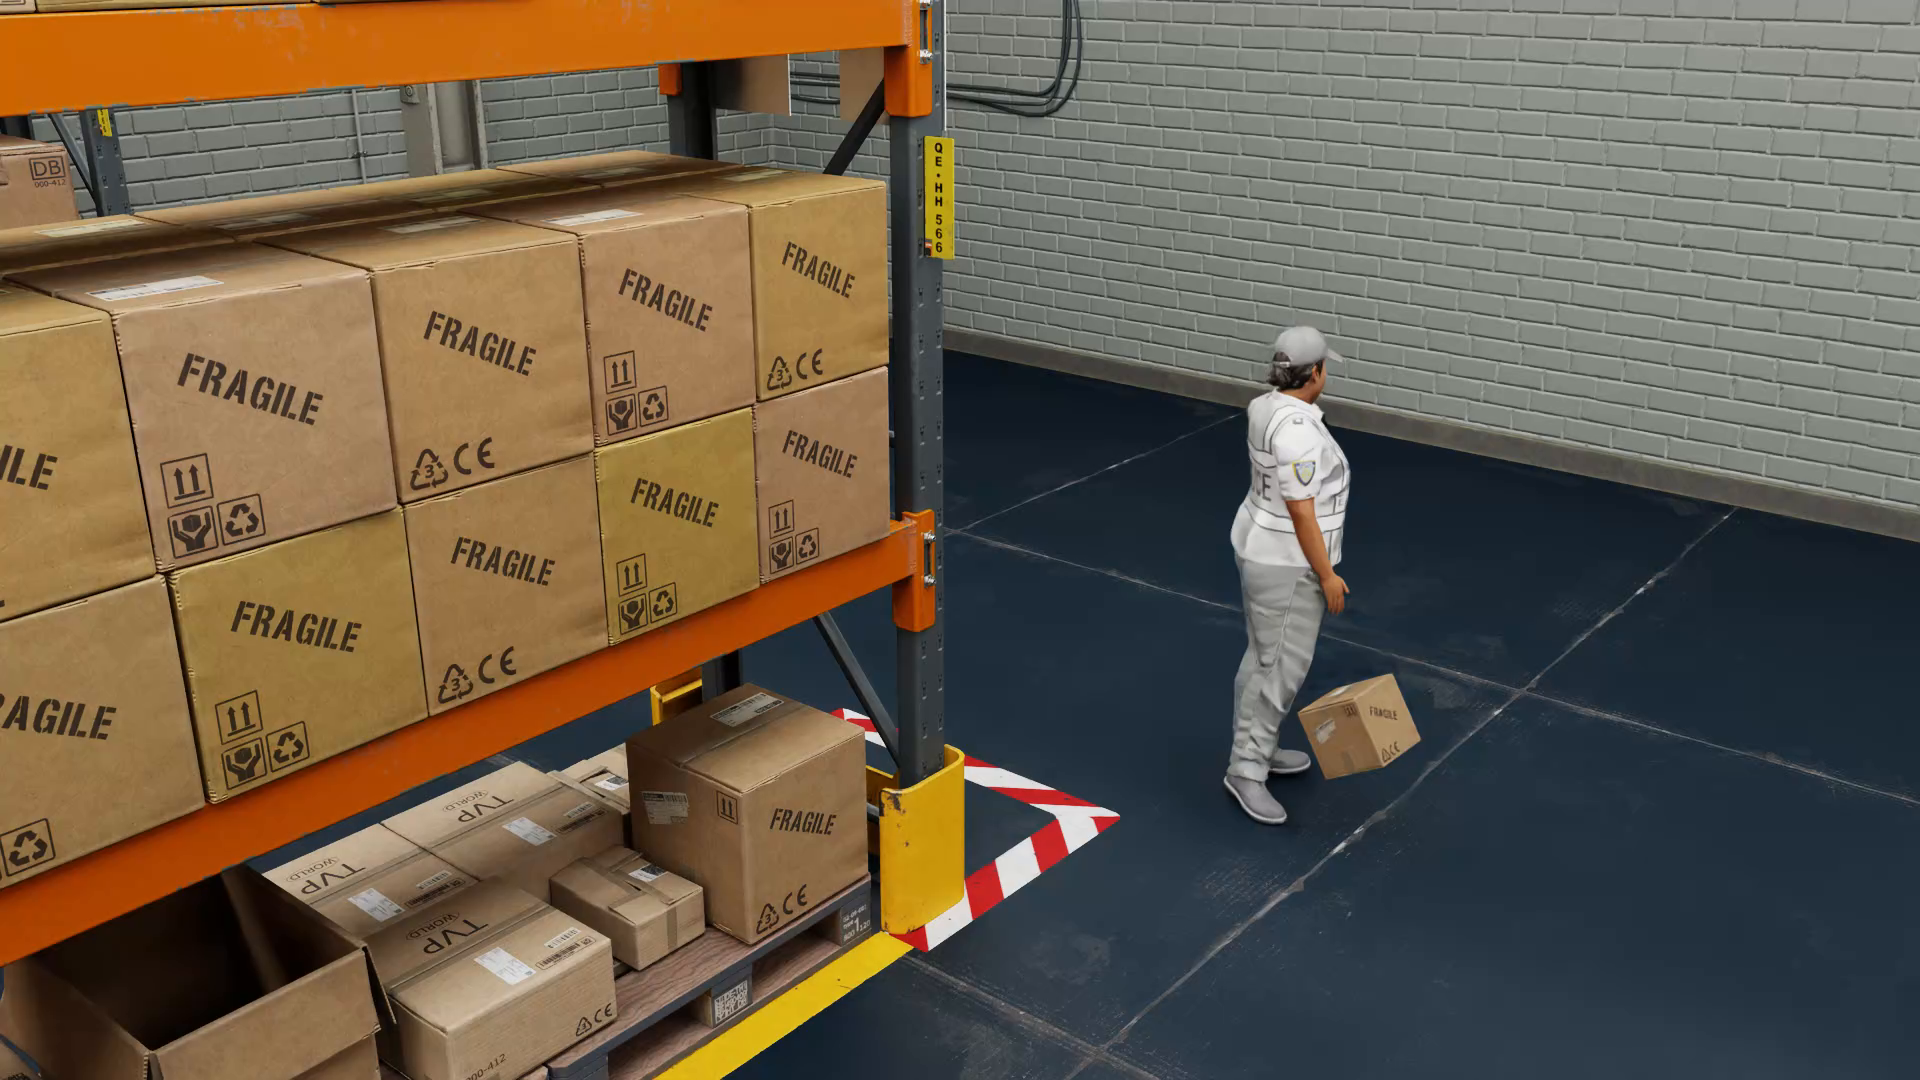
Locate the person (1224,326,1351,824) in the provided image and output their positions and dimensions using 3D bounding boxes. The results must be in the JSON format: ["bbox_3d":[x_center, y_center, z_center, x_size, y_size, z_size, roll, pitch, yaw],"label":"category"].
[{"bbox_3d":[1.137,0.103,5.761,0.383,1.670,0.616,0,20,0],"label":"person"}]
